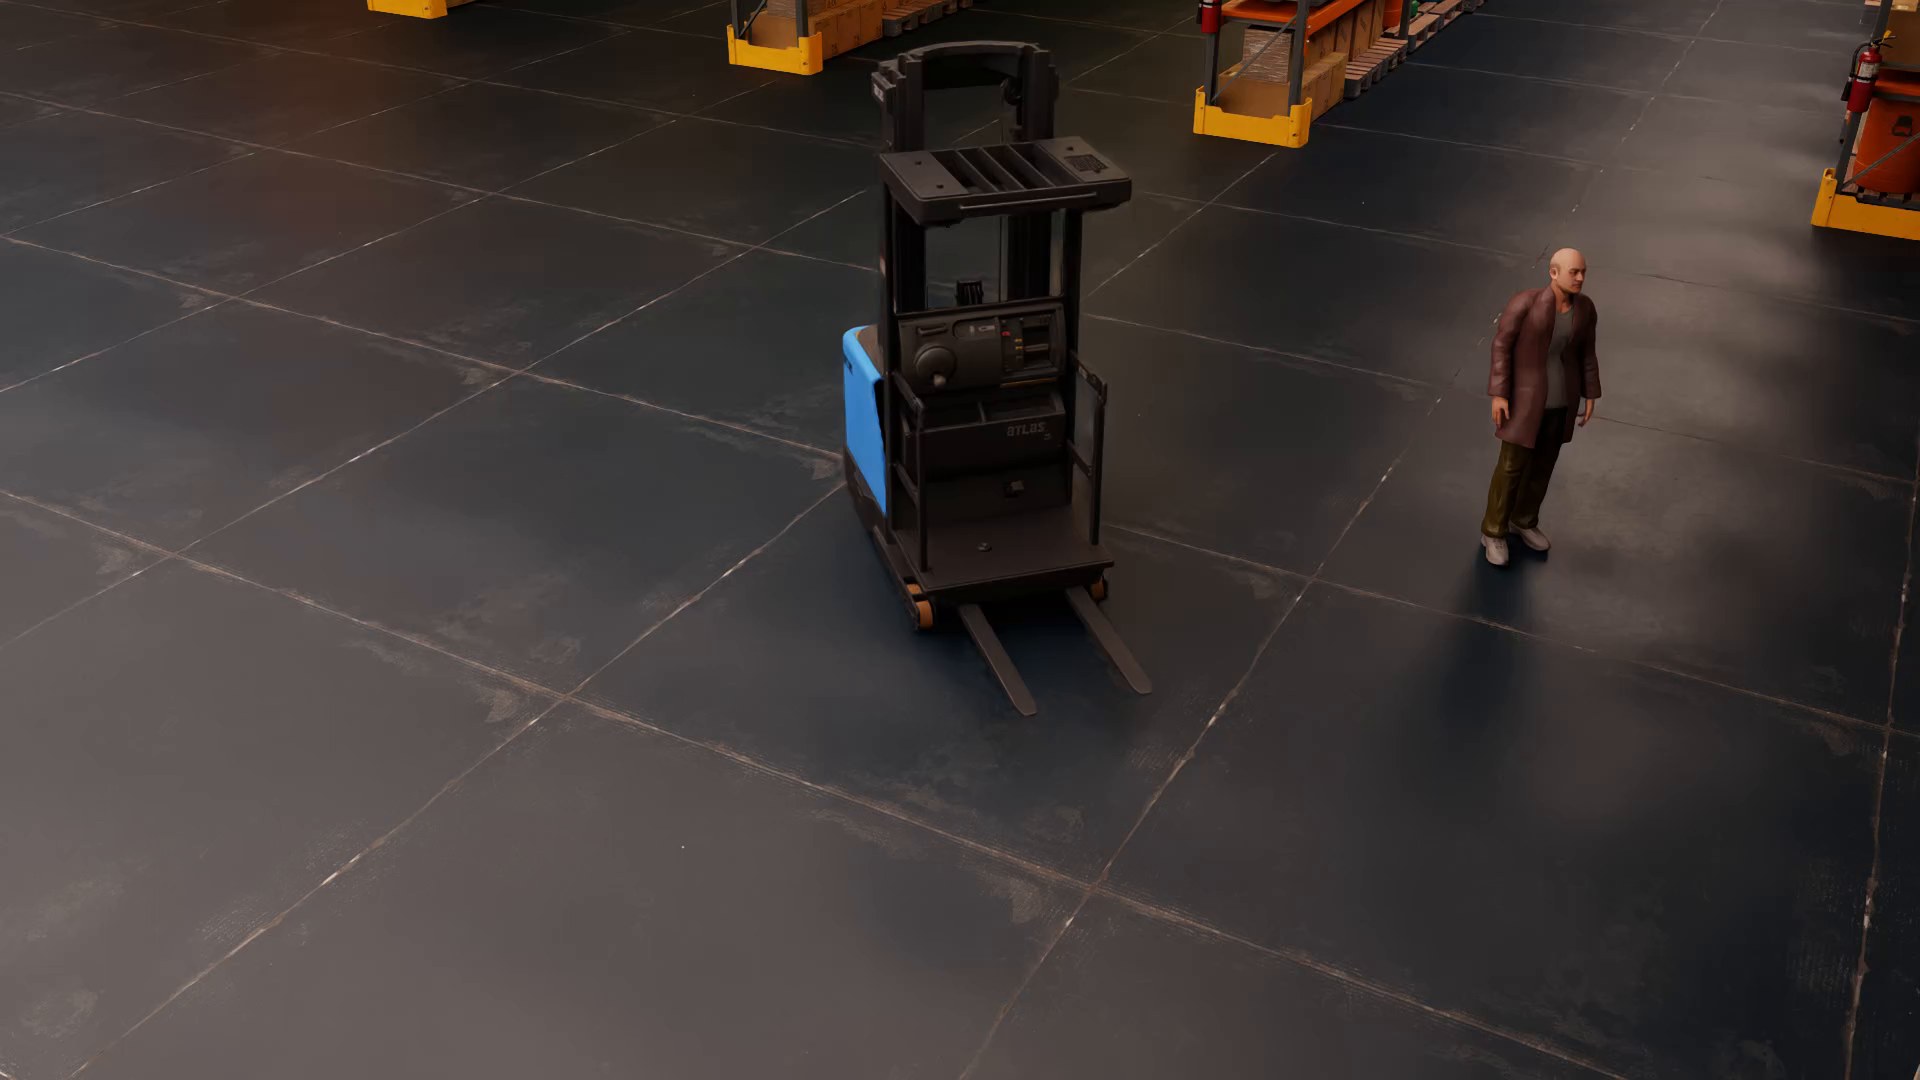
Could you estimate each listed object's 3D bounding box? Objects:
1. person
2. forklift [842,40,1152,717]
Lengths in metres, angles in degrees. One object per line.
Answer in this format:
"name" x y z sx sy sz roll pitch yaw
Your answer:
"person" 3.378 -0.762 9.531 0.695 1.776 0.584 -5 30 -9
"forklift" 0.191 -0.995 8.794 1.130 2.935 3.031 -9 31 -15
